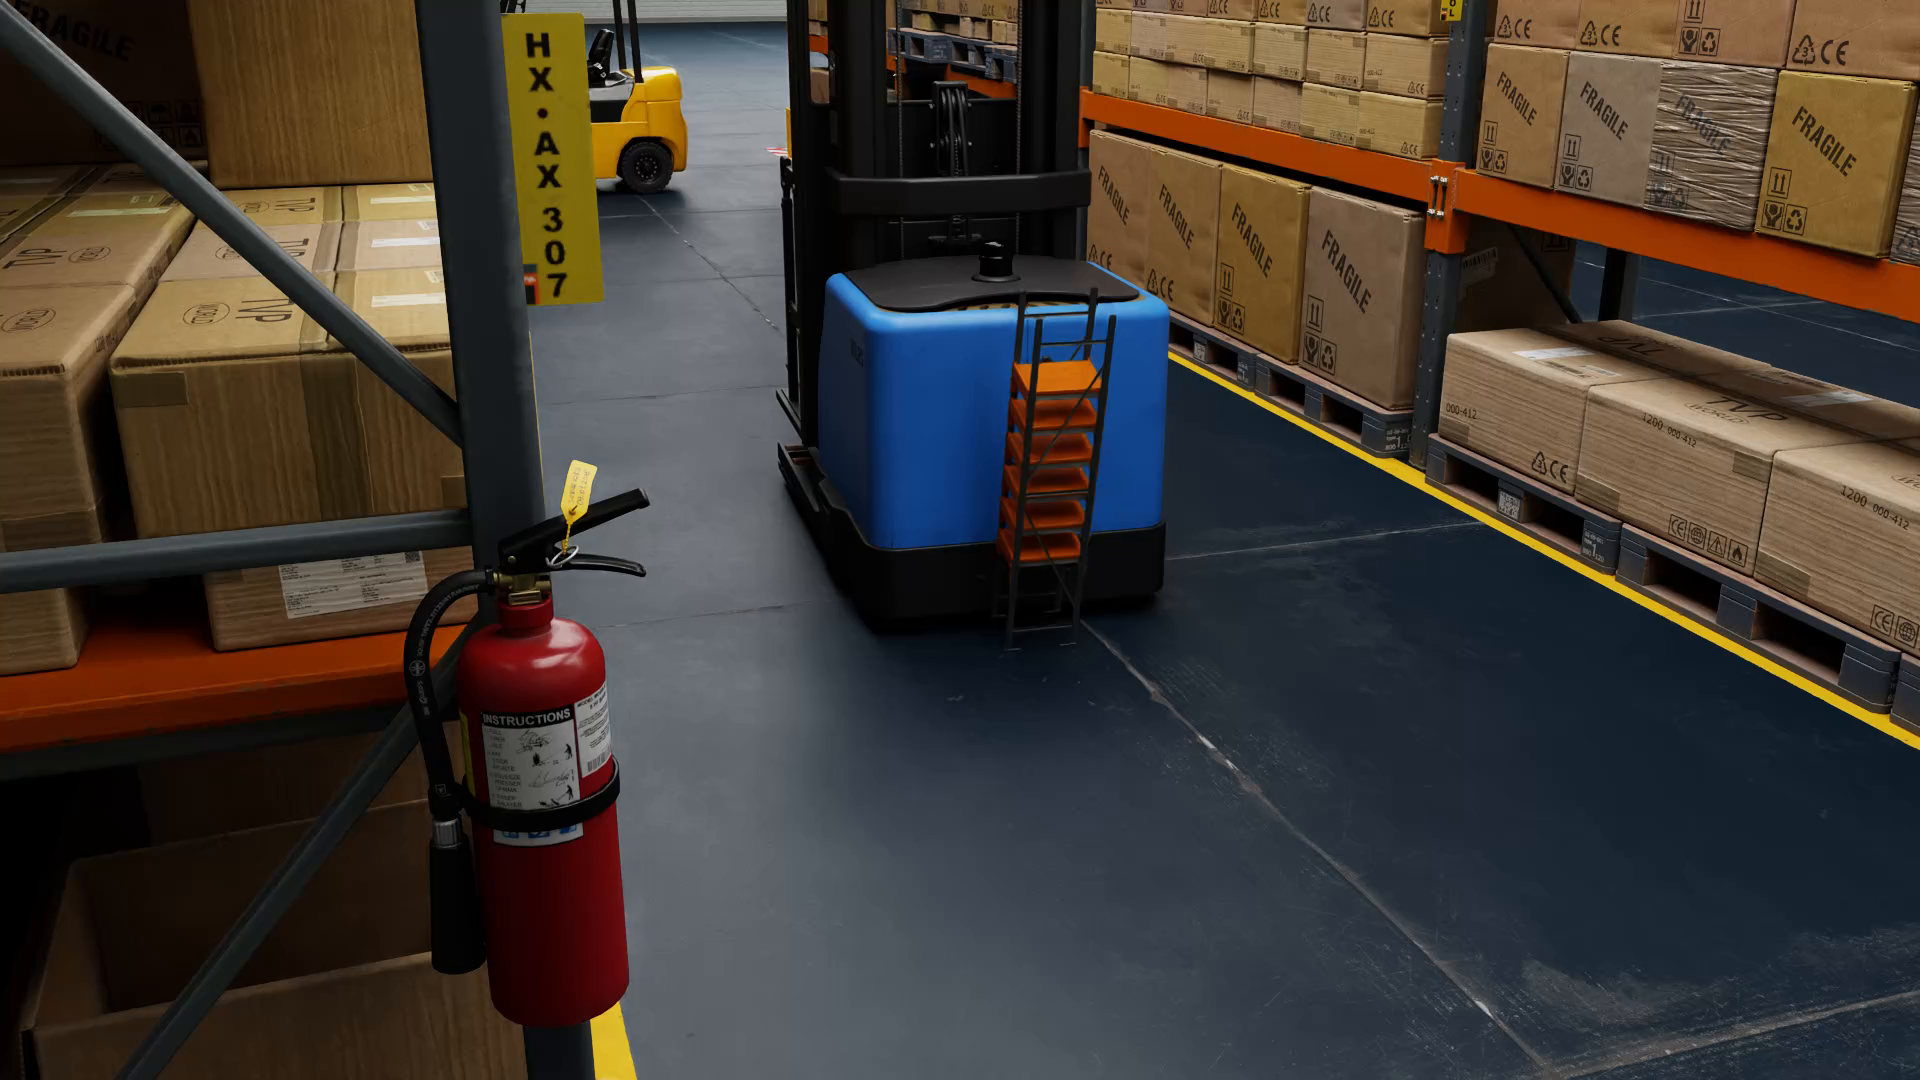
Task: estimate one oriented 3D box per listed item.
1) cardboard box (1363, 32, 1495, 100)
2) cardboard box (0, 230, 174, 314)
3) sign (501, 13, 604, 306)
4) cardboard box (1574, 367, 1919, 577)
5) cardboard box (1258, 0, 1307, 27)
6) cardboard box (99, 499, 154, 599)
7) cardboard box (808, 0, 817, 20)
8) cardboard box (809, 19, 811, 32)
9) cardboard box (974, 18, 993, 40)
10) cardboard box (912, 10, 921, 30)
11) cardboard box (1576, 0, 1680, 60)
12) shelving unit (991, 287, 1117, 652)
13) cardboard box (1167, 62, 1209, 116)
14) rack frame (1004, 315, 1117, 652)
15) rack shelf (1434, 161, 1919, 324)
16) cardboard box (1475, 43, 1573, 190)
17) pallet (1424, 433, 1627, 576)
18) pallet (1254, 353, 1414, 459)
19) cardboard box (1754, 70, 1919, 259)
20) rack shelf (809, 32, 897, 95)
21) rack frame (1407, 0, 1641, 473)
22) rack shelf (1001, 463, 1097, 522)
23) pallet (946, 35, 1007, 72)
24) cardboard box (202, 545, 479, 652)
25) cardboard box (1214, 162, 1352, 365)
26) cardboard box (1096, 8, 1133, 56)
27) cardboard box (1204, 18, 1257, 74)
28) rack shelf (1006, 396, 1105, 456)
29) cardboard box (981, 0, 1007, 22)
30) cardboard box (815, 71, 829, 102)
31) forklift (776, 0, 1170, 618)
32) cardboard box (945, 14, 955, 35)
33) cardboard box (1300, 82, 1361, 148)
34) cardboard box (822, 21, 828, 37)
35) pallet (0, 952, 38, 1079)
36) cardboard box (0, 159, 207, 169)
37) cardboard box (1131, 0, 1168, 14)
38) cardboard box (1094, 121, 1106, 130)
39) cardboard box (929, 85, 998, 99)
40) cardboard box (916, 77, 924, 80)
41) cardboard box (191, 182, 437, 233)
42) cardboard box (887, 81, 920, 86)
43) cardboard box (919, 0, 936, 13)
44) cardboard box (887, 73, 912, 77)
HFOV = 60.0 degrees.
[{"bbox_3d":[2.101,-2.057,7.190,0.500,0.250,0.500,-6,21,-17],"label":"cardboard box"},{"bbox_3d":[-1.541,-0.319,2.650,0.500,0.250,0.500,-6,21,-17],"label":"cardboard box"},{"bbox_3d":[-0.468,-0.430,1.896,0.100,0.325,0.005,-6,21,-17],"label":"sign"},{"bbox_3d":[2.848,-0.269,5.897,0.875,0.438,0.875,-7,21,-19],"label":"cardboard box"},{"bbox_3d":[1.781,-2.741,7.985,0.500,0.500,0.500,-6,21,-16],"label":"cardboard box"},{"bbox_3d":[-1.364,-0.013,2.386,0.380,0.149,0.250,-6,21,-16],"label":"cardboard box"},{"bbox_3d":[-1.250,-5.468,16.614,0.500,0.500,0.500,-6,21,-16],"label":"cardboard box"},{"bbox_3d":[-1.391,-5.379,17.326,0.380,0.149,0.250,-6,21,-17],"label":"cardboard box"},{"bbox_3d":[0.325,-3.709,12.056,0.380,0.149,0.250,-7,21,-19],"label":"cardboard box"},{"bbox_3d":[-0.170,-4.213,13.459,0.380,0.149,0.250,-6,21,-16],"label":"cardboard box"},{"bbox_3d":[2.543,-1.953,5.791,0.500,0.500,0.500,-7,21,-18],"label":"cardboard box"},{"bbox_3d":[0.277,-0.193,5.164,0.258,1.200,0.189,-5,35,-13],"label":"shelving unit"},{"bbox_3d":[1.466,-2.475,9.090,0.500,0.250,0.500,-6,21,-15],"label":"cardboard box"},{"bbox_3d":[0.297,-0.142,5.091,0.240,1.200,0.006,-5,35,-13],"label":"rack frame"},{"bbox_3d":[3.099,-0.797,5.262,1.077,0.370,4.000,-6,21,-17],"label":"rack shelf"},{"bbox_3d":[2.369,-1.646,6.413,0.500,0.500,0.500,-6,21,-15],"label":"cardboard box"},{"bbox_3d":[2.635,-0.212,6.696,1.003,0.211,1.213,-6,21,-17],"label":"pallet"},{"bbox_3d":[2.156,-0.704,8.065,1.003,0.211,1.213,-6,21,-17],"label":"pallet"},{"bbox_3d":[2.836,-1.158,5.056,0.500,0.500,0.500,-6,21,-16],"label":"cardboard box"},{"bbox_3d":[-0.673,-4.648,15.983,1.077,0.370,4.000,-6,21,-17],"label":"rack shelf"},{"bbox_3d":[2.471,-1.777,6.927,1.000,3.000,0.127,-6,21,-17],"label":"rack frame"},{"bbox_3d":[0.274,-0.157,5.189,0.258,0.103,0.180,-5,35,-13],"label":"rack shelf"},{"bbox_3d":[0.552,-3.601,12.289,1.003,0.211,1.213,-6,21,-17],"label":"pallet"},{"bbox_3d":[-0.826,0.019,2.299,0.380,0.149,0.250,-7,21,-18],"label":"cardboard box"},{"bbox_3d":[1.908,-1.454,8.550,0.875,0.875,0.875,-6,21,-16],"label":"cardboard box"},{"bbox_3d":[1.138,-3.037,9.916,0.500,0.250,0.500,-7,21,-18],"label":"cardboard box"},{"bbox_3d":[1.591,-2.545,8.548,0.500,0.250,0.500,-6,21,-16],"label":"cardboard box"},{"bbox_3d":[0.288,-0.355,5.054,0.258,0.103,0.180,-5,35,-13],"label":"rack shelf"},{"bbox_3d":[0.474,-3.888,11.596,0.500,0.500,0.500,-8,21,-21],"label":"cardboard box"},{"bbox_3d":[-1.134,-4.421,16.626,0.500,0.500,0.500,-7,21,-19],"label":"cardboard box"},{"bbox_3d":[-0.153,-1.584,6.491,1.130,2.935,3.031,-5,20,-13],"label":"forklift"},{"bbox_3d":[0.103,-3.962,12.760,0.380,0.149,0.250,-6,21,-16],"label":"cardboard box"},{"bbox_3d":[1.931,-1.987,7.734,0.500,0.250,0.500,-7,21,-18],"label":"cardboard box"},{"bbox_3d":[-1.142,-5.040,16.382,0.380,0.149,0.250,-6,21,-16],"label":"cardboard box"},{"bbox_3d":[-1.259,1.067,3.133,1.003,0.211,1.213,-6,21,-17],"label":"pallet"},{"bbox_3d":[-2.017,-0.804,4.000,0.500,0.250,0.500,-6,21,-16],"label":"cardboard box"},{"bbox_3d":[1.301,-3.236,9.361,0.500,0.500,0.500,-6,21,-17],"label":"cardboard box"},{"bbox_3d":[1.654,-4.158,17.250,0.637,0.503,0.797,12,23,30],"label":"cardboard box"},{"bbox_3d":[0.027,-3.819,14.948,0.500,0.500,0.500,-5,20,-15],"label":"cardboard box"},{"bbox_3d":[-0.206,-4.421,15.666,0.380,0.149,0.250,-5,20,-14],"label":"cardboard box"},{"bbox_3d":[-1.191,-0.533,3.244,0.500,0.250,0.500,-7,21,-18],"label":"cardboard box"},{"bbox_3d":[-0.646,-3.925,15.244,0.500,0.500,0.500,-6,21,-16],"label":"cardboard box"},{"bbox_3d":[-0.011,-4.387,12.985,0.500,0.500,0.500,-6,21,-17],"label":"cardboard box"},{"bbox_3d":[-0.483,-4.325,16.358,0.500,0.500,0.500,-7,21,-18],"label":"cardboard box"}]
